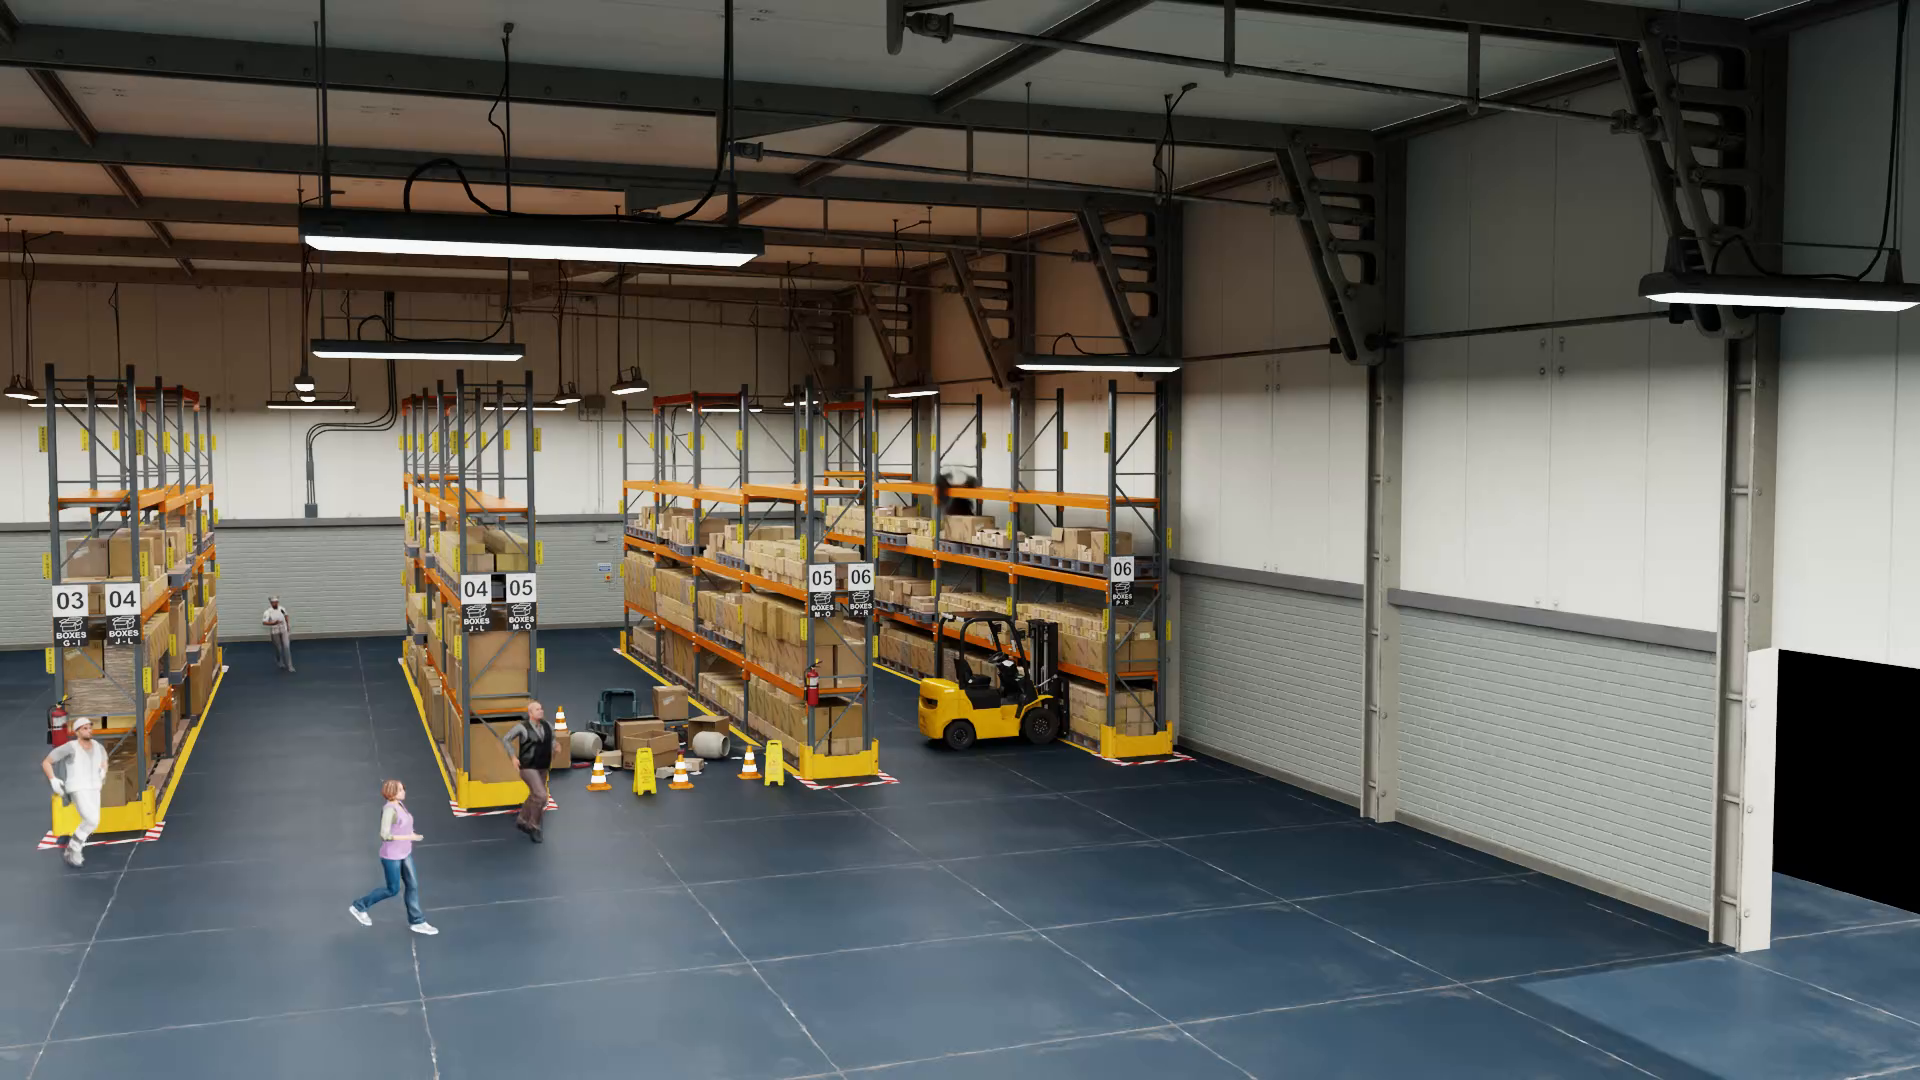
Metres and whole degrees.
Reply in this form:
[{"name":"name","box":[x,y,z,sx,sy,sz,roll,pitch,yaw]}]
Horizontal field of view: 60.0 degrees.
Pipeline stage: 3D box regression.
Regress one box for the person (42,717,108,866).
[{"name":"person","box":[-10.343,2.965,19.659,0.628,1.726,0.662,1,4,18]}]

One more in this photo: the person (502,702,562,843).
[{"name":"person","box":[-5.358,2.922,21.012,0.771,1.763,0.644,2,4,32]}]

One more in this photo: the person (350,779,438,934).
[{"name":"person","box":[-5.740,3.210,16.840,0.872,1.593,0.540,0,3,2]}]

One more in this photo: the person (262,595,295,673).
[{"name":"person","box":[-14.981,2.041,36.444,0.598,1.675,0.899,-2,4,-35]}]
